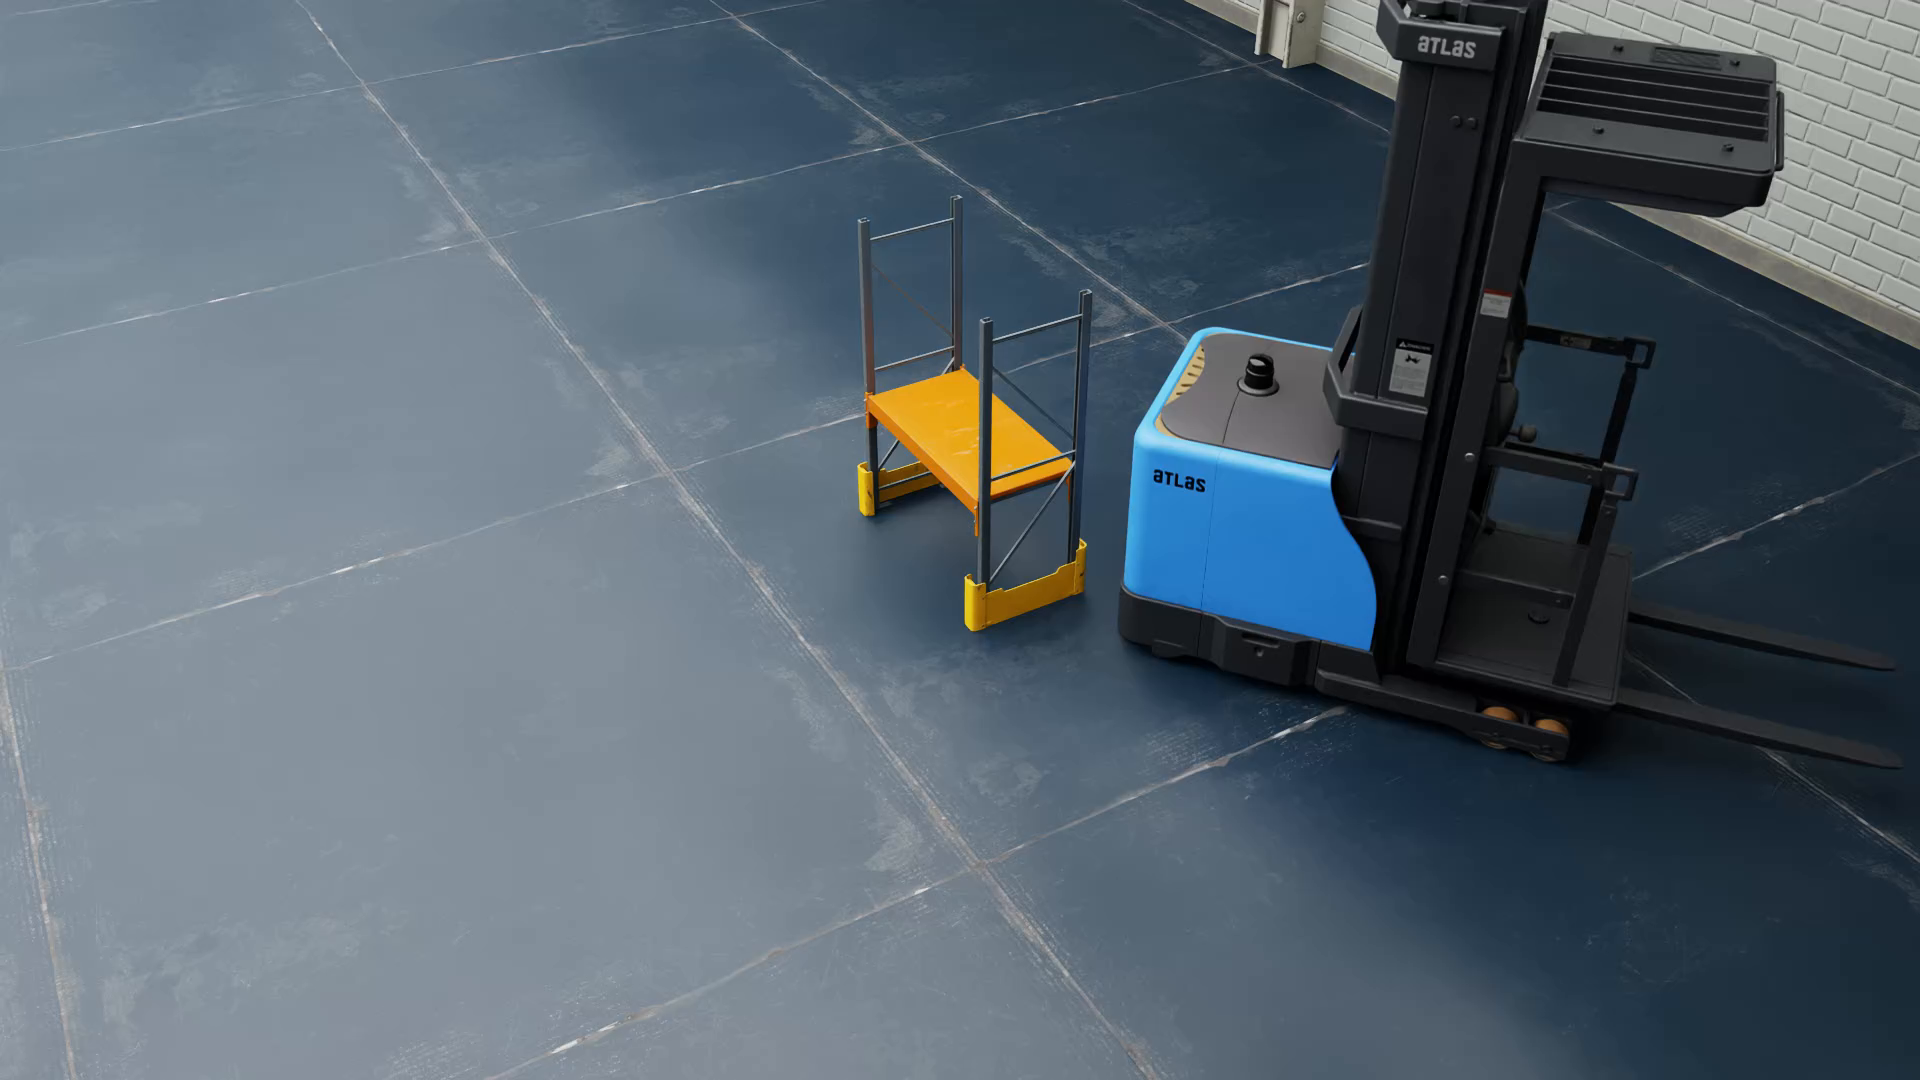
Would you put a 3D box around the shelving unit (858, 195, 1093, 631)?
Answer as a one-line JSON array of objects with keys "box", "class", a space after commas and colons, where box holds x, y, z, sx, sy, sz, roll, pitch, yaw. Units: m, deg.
[{"box": [0.038, -0.567, 7.254, 0.587, 1.500, 1.083, -19, 40, -24], "class": "shelving unit"}]

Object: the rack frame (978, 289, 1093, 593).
[{"box": [0.298, -0.303, 6.893, 0.500, 1.500, 0.032, -19, 40, -24], "class": "rack frame"}]

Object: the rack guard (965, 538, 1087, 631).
[{"box": [0.288, 0.192, 7.275, 0.587, 0.250, 0.087, -19, 40, -24], "class": "rack guard"}]

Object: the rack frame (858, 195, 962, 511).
[{"box": [-0.213, -0.821, 7.603, 0.500, 1.500, 0.032, -19, 40, -24], "class": "rack frame"}]

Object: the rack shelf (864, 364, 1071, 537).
[{"box": [0.043, -0.417, 7.354, 0.538, 0.185, 1.000, -19, 40, -24], "class": "rack shelf"}]

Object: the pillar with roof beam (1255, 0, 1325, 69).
[{"box": [-1.201, -6.095, 8.466, 9.100, 9.000, 0.400, -19, 40, -24], "class": "pillar with roof beam"}]

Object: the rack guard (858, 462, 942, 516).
[{"box": [-0.212, -0.316, 7.971, 0.587, 0.250, 0.087, -19, 40, -24], "class": "rack guard"}]

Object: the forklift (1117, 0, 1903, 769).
[{"box": [2.242, -0.669, 6.181, 3.031, 2.935, 1.130, 13, 38, 18], "class": "forklift"}]
